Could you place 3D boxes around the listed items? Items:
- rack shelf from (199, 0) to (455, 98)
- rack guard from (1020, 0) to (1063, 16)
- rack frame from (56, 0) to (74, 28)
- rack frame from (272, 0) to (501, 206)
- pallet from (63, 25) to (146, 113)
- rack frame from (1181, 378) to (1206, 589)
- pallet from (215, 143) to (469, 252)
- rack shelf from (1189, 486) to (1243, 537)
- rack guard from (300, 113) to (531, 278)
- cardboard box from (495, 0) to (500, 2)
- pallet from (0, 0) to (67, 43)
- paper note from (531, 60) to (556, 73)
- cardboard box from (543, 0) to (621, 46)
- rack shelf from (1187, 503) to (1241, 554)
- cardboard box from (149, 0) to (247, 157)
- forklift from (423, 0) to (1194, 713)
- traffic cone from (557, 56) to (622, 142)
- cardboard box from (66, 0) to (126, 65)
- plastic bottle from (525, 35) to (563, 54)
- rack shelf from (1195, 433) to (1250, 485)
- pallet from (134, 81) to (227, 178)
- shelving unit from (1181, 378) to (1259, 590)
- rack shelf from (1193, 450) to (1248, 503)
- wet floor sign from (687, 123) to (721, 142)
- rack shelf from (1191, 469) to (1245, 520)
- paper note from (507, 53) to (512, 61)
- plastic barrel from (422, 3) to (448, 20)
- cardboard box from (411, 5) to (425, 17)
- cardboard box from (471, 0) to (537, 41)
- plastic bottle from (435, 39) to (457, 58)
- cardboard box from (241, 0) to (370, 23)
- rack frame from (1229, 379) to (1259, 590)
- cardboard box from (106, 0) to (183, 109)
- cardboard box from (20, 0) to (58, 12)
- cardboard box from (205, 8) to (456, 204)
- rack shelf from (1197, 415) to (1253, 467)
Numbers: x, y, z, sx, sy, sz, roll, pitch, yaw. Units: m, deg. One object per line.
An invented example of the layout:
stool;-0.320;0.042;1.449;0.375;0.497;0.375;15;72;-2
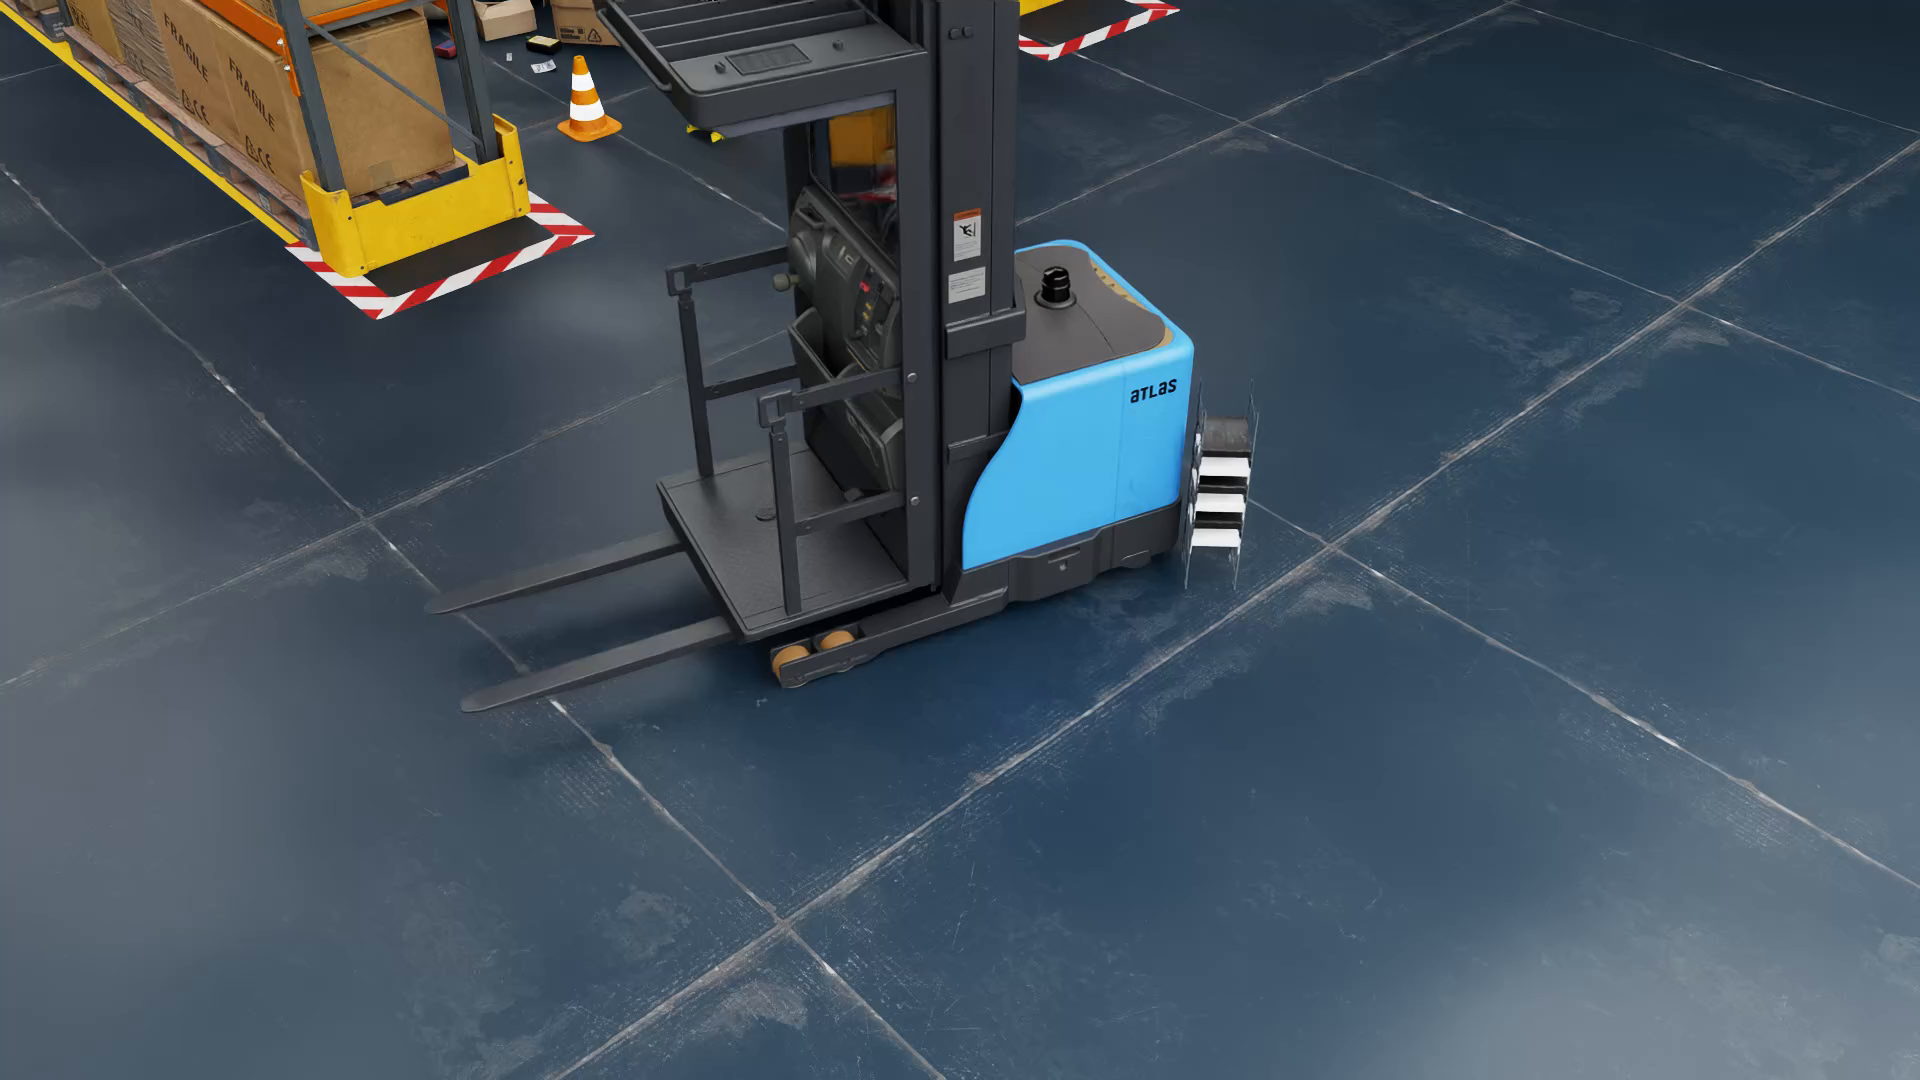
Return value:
rack shelf;-4.367;-3.555;9.837;1.077;0.370;4.000;-30;48;-32
rack guard;0.512;-4.123;11.957;1.175;0.500;0.348;-30;48;-32
rack frame;-5.720;-4.761;10.757;1.000;3.000;0.127;-30;48;-32
rack frame;-3.015;-2.910;8.465;1.000;3.000;0.127;-30;48;-32
pallet;-5.263;-3.291;11.157;1.003;0.211;1.213;-30;48;-32
rack frame;0.954;-0.219;6.805;0.006;0.900;0.240;1;39;2
pallet;-3.613;-2.162;9.758;1.003;0.211;1.213;-30;48;-32
rack shelf;1.055;-0.120;6.879;0.200;0.077;0.258;1;39;2
rack guard;-2.998;-1.926;9.237;1.175;0.500;0.348;-30;48;-32
cardboard box;-3.128;-4.308;12.075;0.797;0.637;0.503;-30;48;-32
pallet;-6.297;-4.001;12.036;1.003;0.211;1.213;-30;48;-32
paper note;-2.796;-3.182;11.167;0.144;0.017;0.142;-15;41;-17
cardboard box;-2.490;-3.826;11.586;0.637;0.503;0.797;5;39;6
rack shelf;1.055;-0.050;6.936;0.200;0.077;0.258;1;39;2
cardboard box;-4.119;-2.938;9.858;0.875;0.875;0.875;-31;48;-32
forklift;-0.618;-0.941;6.082;3.031;2.935;1.130;-17;42;-20
traffic cone;-2.328;-2.772;10.314;0.336;0.463;0.334;-30;48;-32
cardboard box;-5.346;-3.777;10.896;0.875;0.875;0.875;-29;47;-31
plastic bottle;-2.884;-3.406;11.419;0.283;0.061;0.133;18;42;21
rack shelf;1.055;-0.331;6.710;0.200;0.077;0.258;1;39;2
pallet;-4.434;-2.726;10.457;1.003;0.211;1.213;-30;48;-32
shelving unit;1.055;-0.216;6.802;0.210;0.900;0.258;1;39;2
rack shelf;1.055;-0.261;6.766;0.200;0.077;0.258;1;39;2
wet floor sign;-1.537;-2.822;10.230;0.232;0.644;0.267;26;45;28
rack shelf;1.055;-0.190;6.823;0.200;0.077;0.258;1;39;2
paper note;-3.067;-3.287;11.312;0.032;0.001;0.123;-8;40;-10
plastic barrel;-3.823;-3.885;11.724;0.512;0.421;0.421;-2;39;-2
cardboard box;-3.914;-3.507;11.192;0.500;0.500;0.500;-22;44;-25
cardboard box;-3.201;-3.684;11.601;0.396;0.266;0.258;-22;44;-25
plastic bottle;-3.454;-3.389;11.398;0.133;0.061;0.283;18;42;21
cardboard box;-3.299;-3.120;8.607;0.875;0.550;0.550;-30;48;-32
rack frame;1.157;-0.214;6.799;0.006;0.900;0.240;1;39;2
cardboard box;-4.734;-3.361;10.381;0.875;0.875;0.875;-30;47;-31
cardboard box;-6.206;-4.298;11.641;1.050;0.750;0.750;-30;48;-32
cardboard box;-3.522;-2.532;9.355;0.875;0.875;0.875;-30;47;-32
rack shelf;1.055;-0.401;6.653;0.200;0.077;0.258;1;39;2
